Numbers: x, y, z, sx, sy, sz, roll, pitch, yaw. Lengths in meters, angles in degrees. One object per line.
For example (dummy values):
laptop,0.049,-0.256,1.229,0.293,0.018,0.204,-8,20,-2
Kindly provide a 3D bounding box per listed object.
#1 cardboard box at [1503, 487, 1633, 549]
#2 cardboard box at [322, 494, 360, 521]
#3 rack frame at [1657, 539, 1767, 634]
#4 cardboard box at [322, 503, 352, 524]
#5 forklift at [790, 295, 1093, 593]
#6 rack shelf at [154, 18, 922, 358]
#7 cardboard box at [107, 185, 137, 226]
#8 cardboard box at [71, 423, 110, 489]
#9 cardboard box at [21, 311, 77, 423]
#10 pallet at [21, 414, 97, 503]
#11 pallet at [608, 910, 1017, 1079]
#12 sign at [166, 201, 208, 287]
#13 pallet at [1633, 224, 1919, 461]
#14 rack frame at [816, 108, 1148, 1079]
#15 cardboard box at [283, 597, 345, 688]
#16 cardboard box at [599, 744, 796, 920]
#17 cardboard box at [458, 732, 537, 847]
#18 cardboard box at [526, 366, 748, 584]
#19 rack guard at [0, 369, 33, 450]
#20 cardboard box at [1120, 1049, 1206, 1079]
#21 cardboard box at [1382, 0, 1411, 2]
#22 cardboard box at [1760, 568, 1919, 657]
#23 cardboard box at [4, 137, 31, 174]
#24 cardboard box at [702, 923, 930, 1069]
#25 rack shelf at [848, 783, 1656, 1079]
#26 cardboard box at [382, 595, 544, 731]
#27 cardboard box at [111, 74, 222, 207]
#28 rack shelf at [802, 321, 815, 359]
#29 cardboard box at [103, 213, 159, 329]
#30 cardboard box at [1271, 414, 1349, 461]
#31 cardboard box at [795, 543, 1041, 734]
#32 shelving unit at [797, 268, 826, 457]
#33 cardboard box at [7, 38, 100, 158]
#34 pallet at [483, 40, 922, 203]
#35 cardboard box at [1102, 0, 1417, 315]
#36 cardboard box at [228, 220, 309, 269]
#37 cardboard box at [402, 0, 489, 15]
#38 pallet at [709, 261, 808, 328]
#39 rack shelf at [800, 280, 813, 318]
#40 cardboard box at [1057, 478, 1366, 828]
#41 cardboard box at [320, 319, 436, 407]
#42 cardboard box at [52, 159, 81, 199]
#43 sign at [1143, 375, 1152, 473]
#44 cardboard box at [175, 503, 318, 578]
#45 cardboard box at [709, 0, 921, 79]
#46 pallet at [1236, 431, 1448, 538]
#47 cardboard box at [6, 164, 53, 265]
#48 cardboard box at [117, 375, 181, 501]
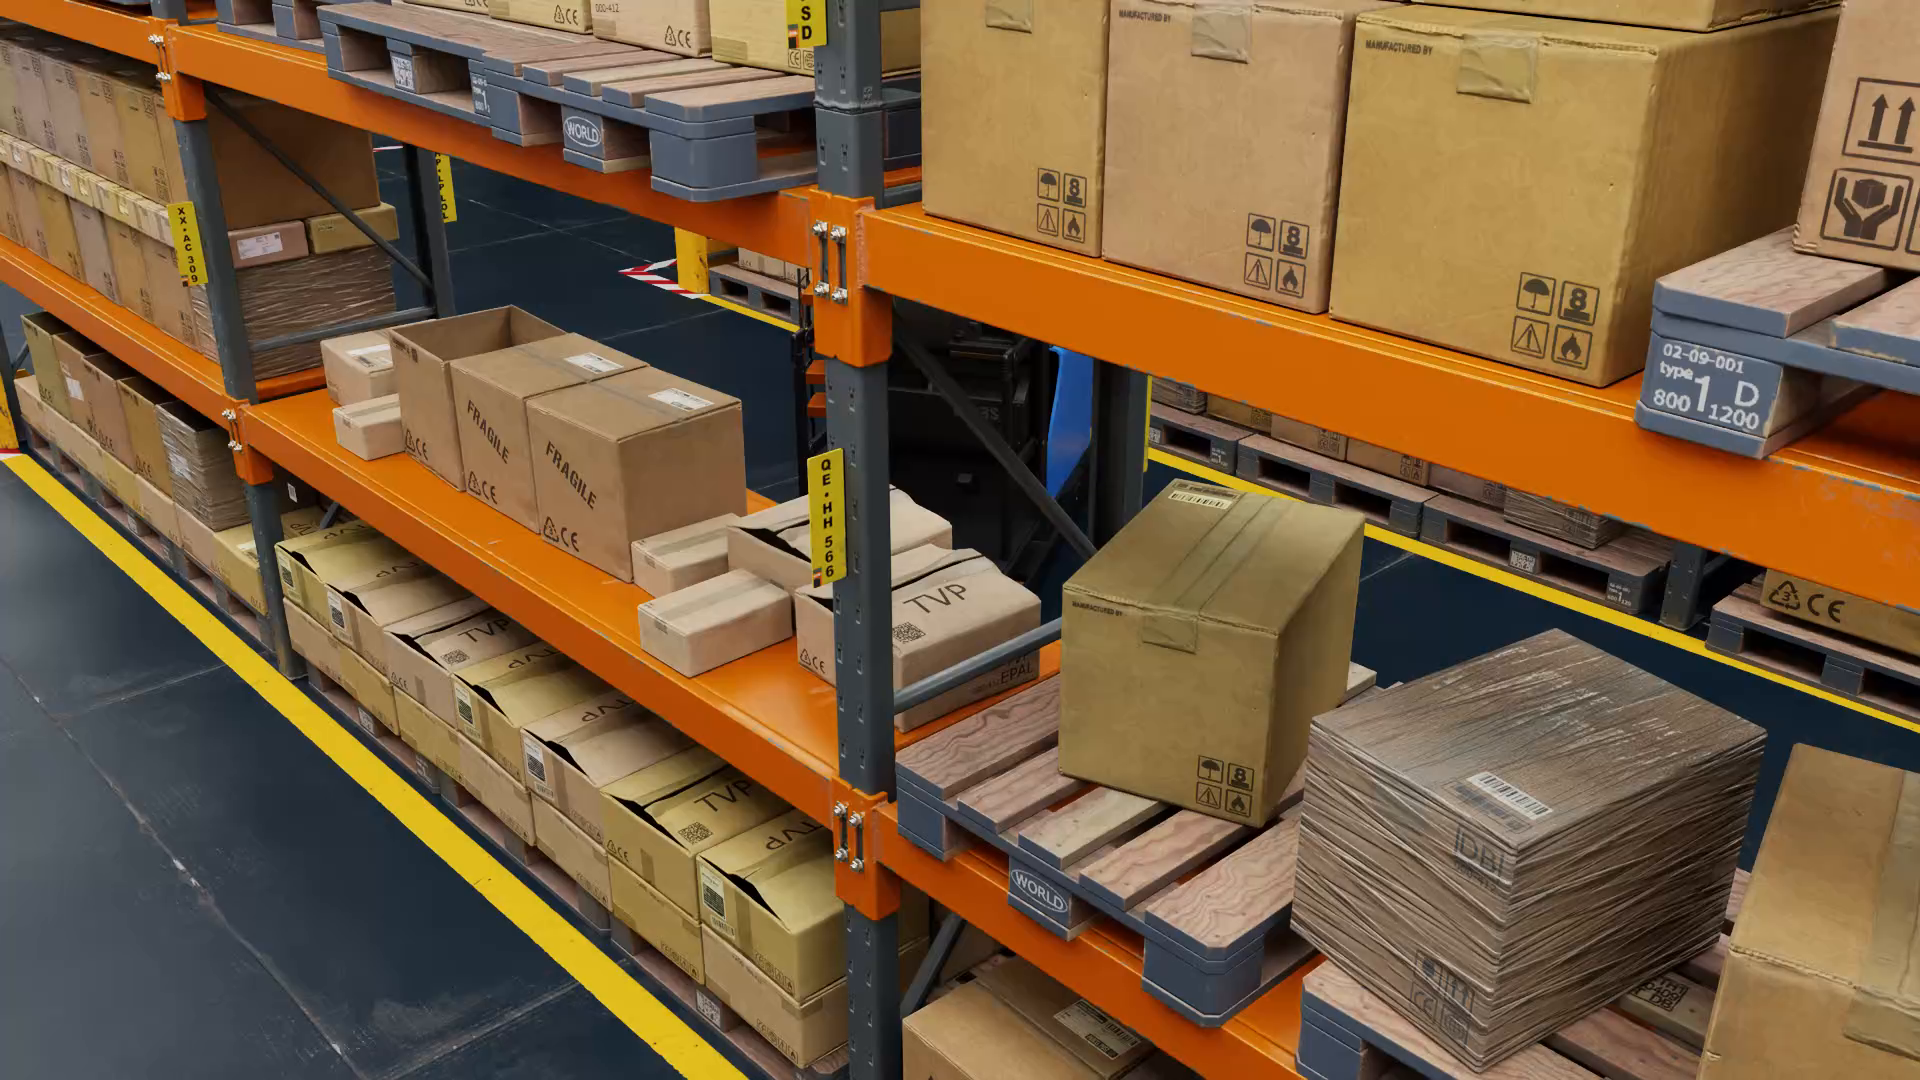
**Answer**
cardboard box,3.179,-0.353,8.391,0.700,0.500,0.500,-21,32,-38
cardboard box,-2.726,-0.402,7.922,0.500,0.500,0.500,-21,32,-38
rack frame,3.710,-1.086,7.517,1.000,3.000,0.127,-21,32,-38
cardboard box,-2.733,-0.058,8.071,0.500,0.250,0.500,-21,32,-38
forklift,-0.185,-1.083,7.594,1.130,2.935,3.031,7,26,15
rack shelf,-1.271,-1.323,5.289,1.077,0.370,4.000,-21,32,-38
cardboard box,-3.674,-1.563,7.660,0.380,0.149,0.250,-21,32,-39
cardboard box,-4.482,-0.516,9.074,0.500,0.250,0.500,-21,32,-38
cardboard box,-4.824,-1.008,9.250,0.500,0.500,0.500,-21,32,-38
pallet,-4.818,-0.615,9.844,1.003,0.211,1.213,-21,32,-38
pallet,-0.438,1.328,5.584,1.003,0.211,1.213,-21,32,-38
sign,-3.042,-1.164,6.549,0.100,0.325,0.005,-21,32,-38
pallet,1.725,-0.278,2.358,1.213,0.211,1.003,-21,32,-38
rack frame,0.096,0.320,4.435,1.000,3.000,0.127,-21,32,-38
cardboard box,-2.543,0.361,7.153,0.500,0.250,0.500,-22,33,-40
cardboard box,-0.802,0.880,5.337,0.500,0.311,0.500,-22,32,-39
cardboard box,-1.492,0.826,6.132,0.500,0.250,0.500,-20,32,-38
cardboard box,-1.063,-0.229,5.518,0.500,0.500,0.500,22,32,39
rack guard,-5.388,-0.974,10.282,1.175,0.500,0.348,-21,32,-38
cardboard box,0.561,1.633,4.038,0.500,0.500,0.500,22,33,40
cardboard box,0.738,-1.257,2.951,0.500,0.500,0.500,-21,32,-38
cardboard box,4.116,-0.039,7.306,0.750,0.750,0.750,-22,32,-39
cardboard box,-4.738,-2.032,8.688,0.380,0.149,0.250,-22,32,-39
cardboard box,-0.441,1.290,5.116,0.500,0.250,0.500,-20,31,-37
rack shelf,1.463,1.253,3.256,1.077,0.370,4.000,-21,32,-38
cardboard box,-1.844,0.418,6.350,0.500,0.311,0.500,23,33,40
cardboard box,-3.292,-1.813,7.427,0.700,0.500,0.500,-21,32,-39
rack shelf,-0.630,-1.123,9.389,0.480,0.148,0.258,3,25,6
cardboard box,-3.651,-1.381,8.043,0.700,0.500,0.500,-21,32,-38
cardboard box,2.200,-0.835,9.447,0.700,0.500,0.500,-21,32,-38
cardboard box,-0.121,0.238,4.722,0.500,0.311,0.500,-19,31,-35
shelving unit,-0.630,-0.981,9.454,0.503,1.200,0.258,3,25,6
cardboard box,-4.317,-2.268,8.424,0.700,0.500,0.500,-21,32,-38
pallet,-0.433,-1.139,4.246,1.213,0.211,1.003,-19,31,-36
cardboard box,0.768,-0.813,3.184,0.910,0.500,0.500,-21,32,-38
cardboard box,-2.980,-1.254,6.983,0.380,0.149,0.250,-21,32,-38
cardboard box,-1.376,-1.783,5.105,0.500,0.250,0.500,20,32,37
pallet,-1.177,-1.962,12.797,1.003,0.211,1.213,-21,32,-38
rack shelf,-0.630,-1.338,9.291,0.480,0.148,0.258,3,25,6
cardboard box,0.609,0.242,3.978,0.500,0.500,0.700,12,27,25
cardboard box,-2.269,-0.687,6.822,0.500,0.250,0.500,-19,31,-35
cardboard box,-4.211,-1.798,8.176,0.380,0.149,0.250,-21,32,-38
sign,0.486,-0.328,4.554,0.100,0.325,0.005,-21,32,-38
cardboard box,-3.449,-0.065,8.085,0.500,0.250,0.500,-21,32,-38
cardboard box,-0.255,-1.289,4.022,0.500,0.250,0.500,21,32,38
pallet,2.347,-0.424,9.426,1.003,0.211,1.213,-21,32,-38
cardboard box,-4.700,-1.846,9.063,0.700,0.500,0.500,-20,31,-37
cardboard box,-3.792,-0.557,8.260,0.500,0.500,0.500,-21,32,-38
